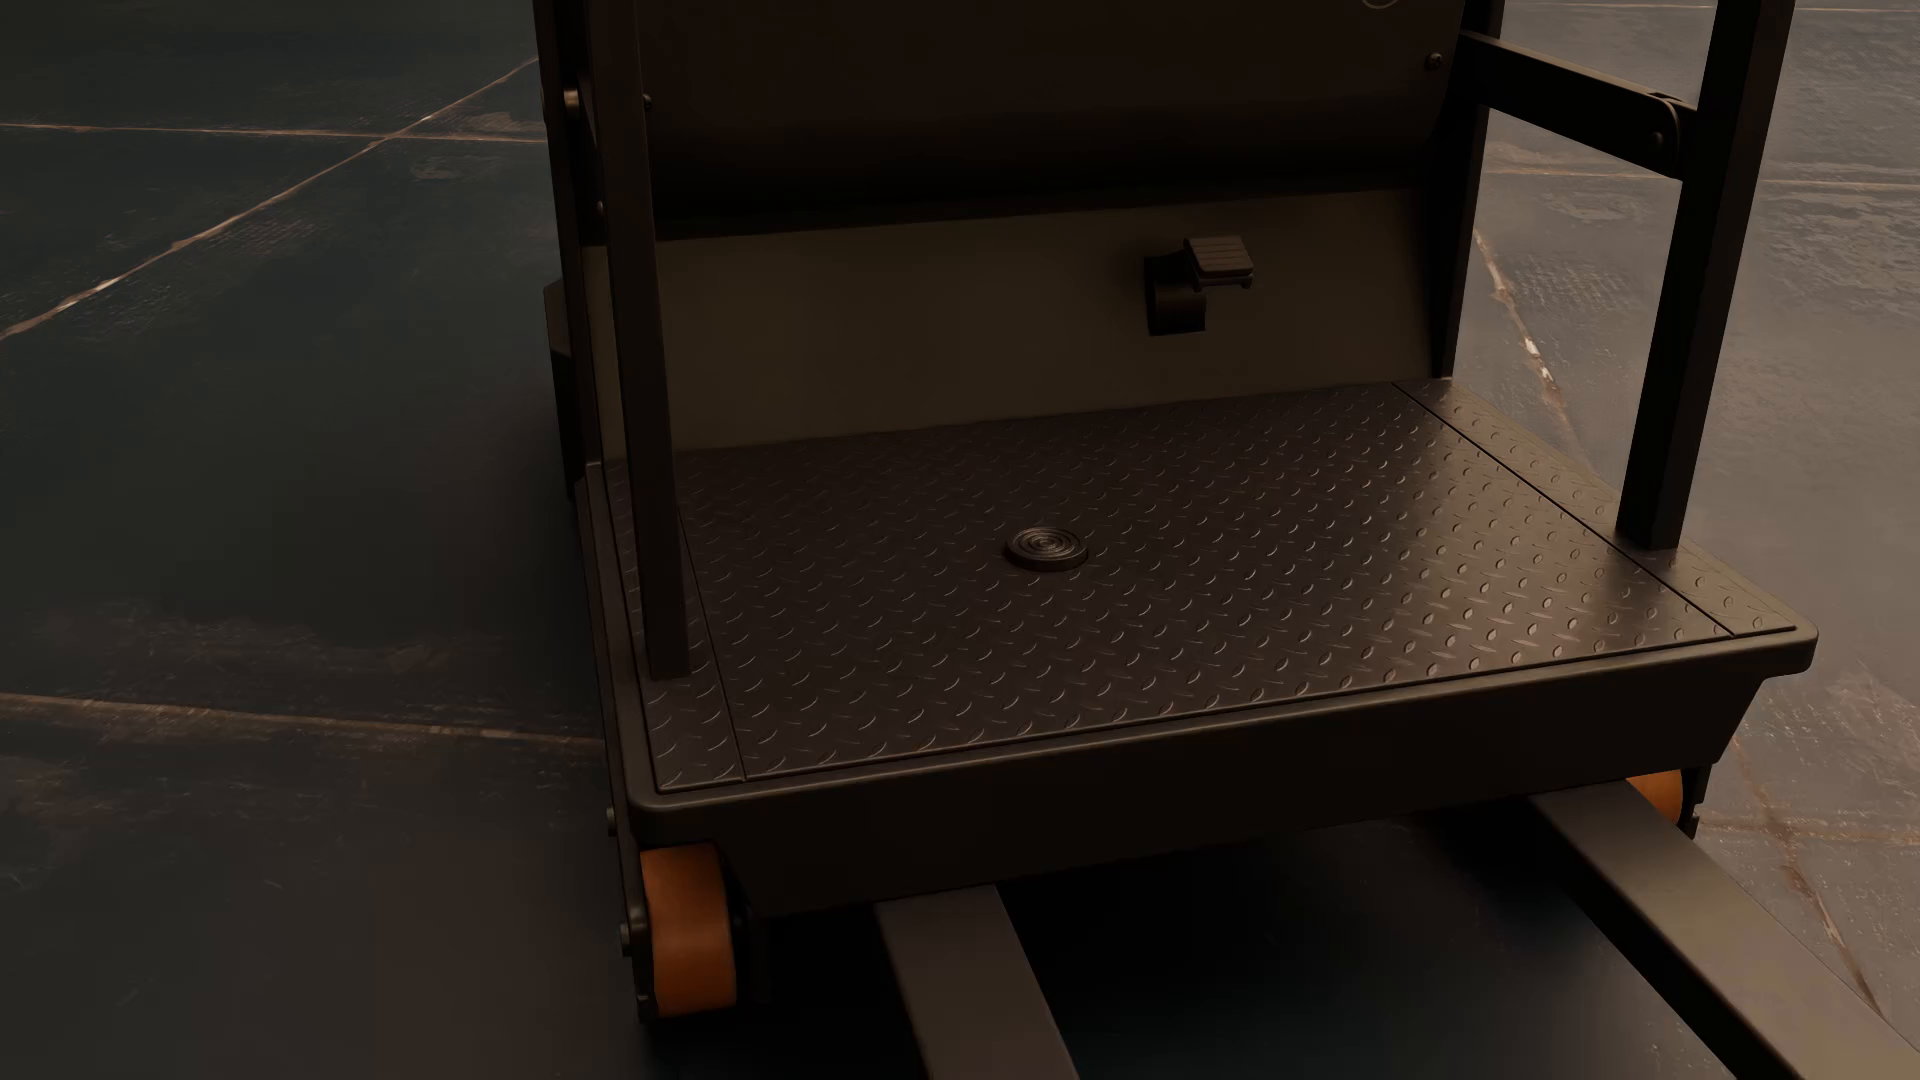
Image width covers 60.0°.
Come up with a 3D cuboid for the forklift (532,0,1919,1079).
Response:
[{"bbox_3d":[0.153,-1.049,1.319,1.130,2.935,3.031,-7,27,-13],"label":"forklift"}]
